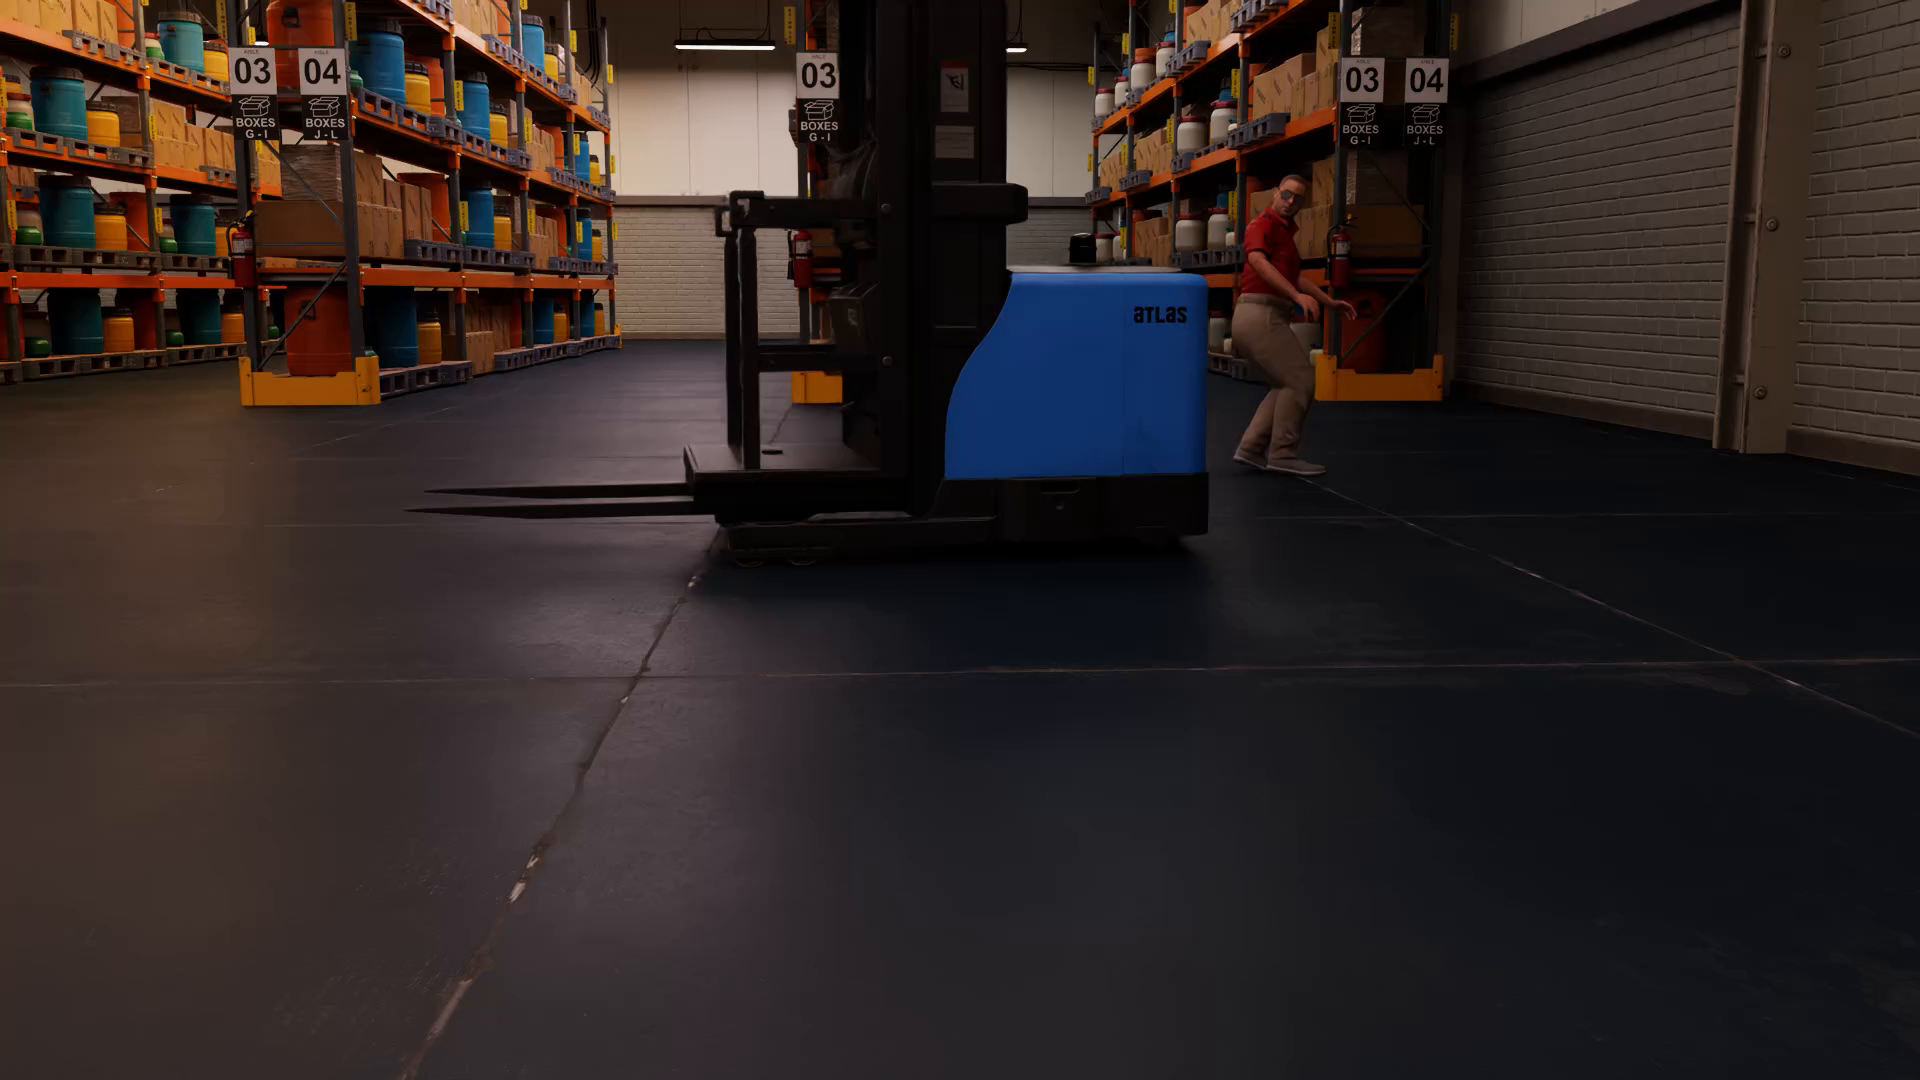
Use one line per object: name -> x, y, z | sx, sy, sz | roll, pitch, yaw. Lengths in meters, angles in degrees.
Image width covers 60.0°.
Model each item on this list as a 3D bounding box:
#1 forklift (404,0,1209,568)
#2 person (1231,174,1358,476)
forklift -> -0.599, -1.431, 6.466 | 3.031, 2.935, 1.130 | -2, 9, -11
person -> 1.854, -1.174, 9.204 | 0.700, 1.670, 0.783 | 2, 9, 10
